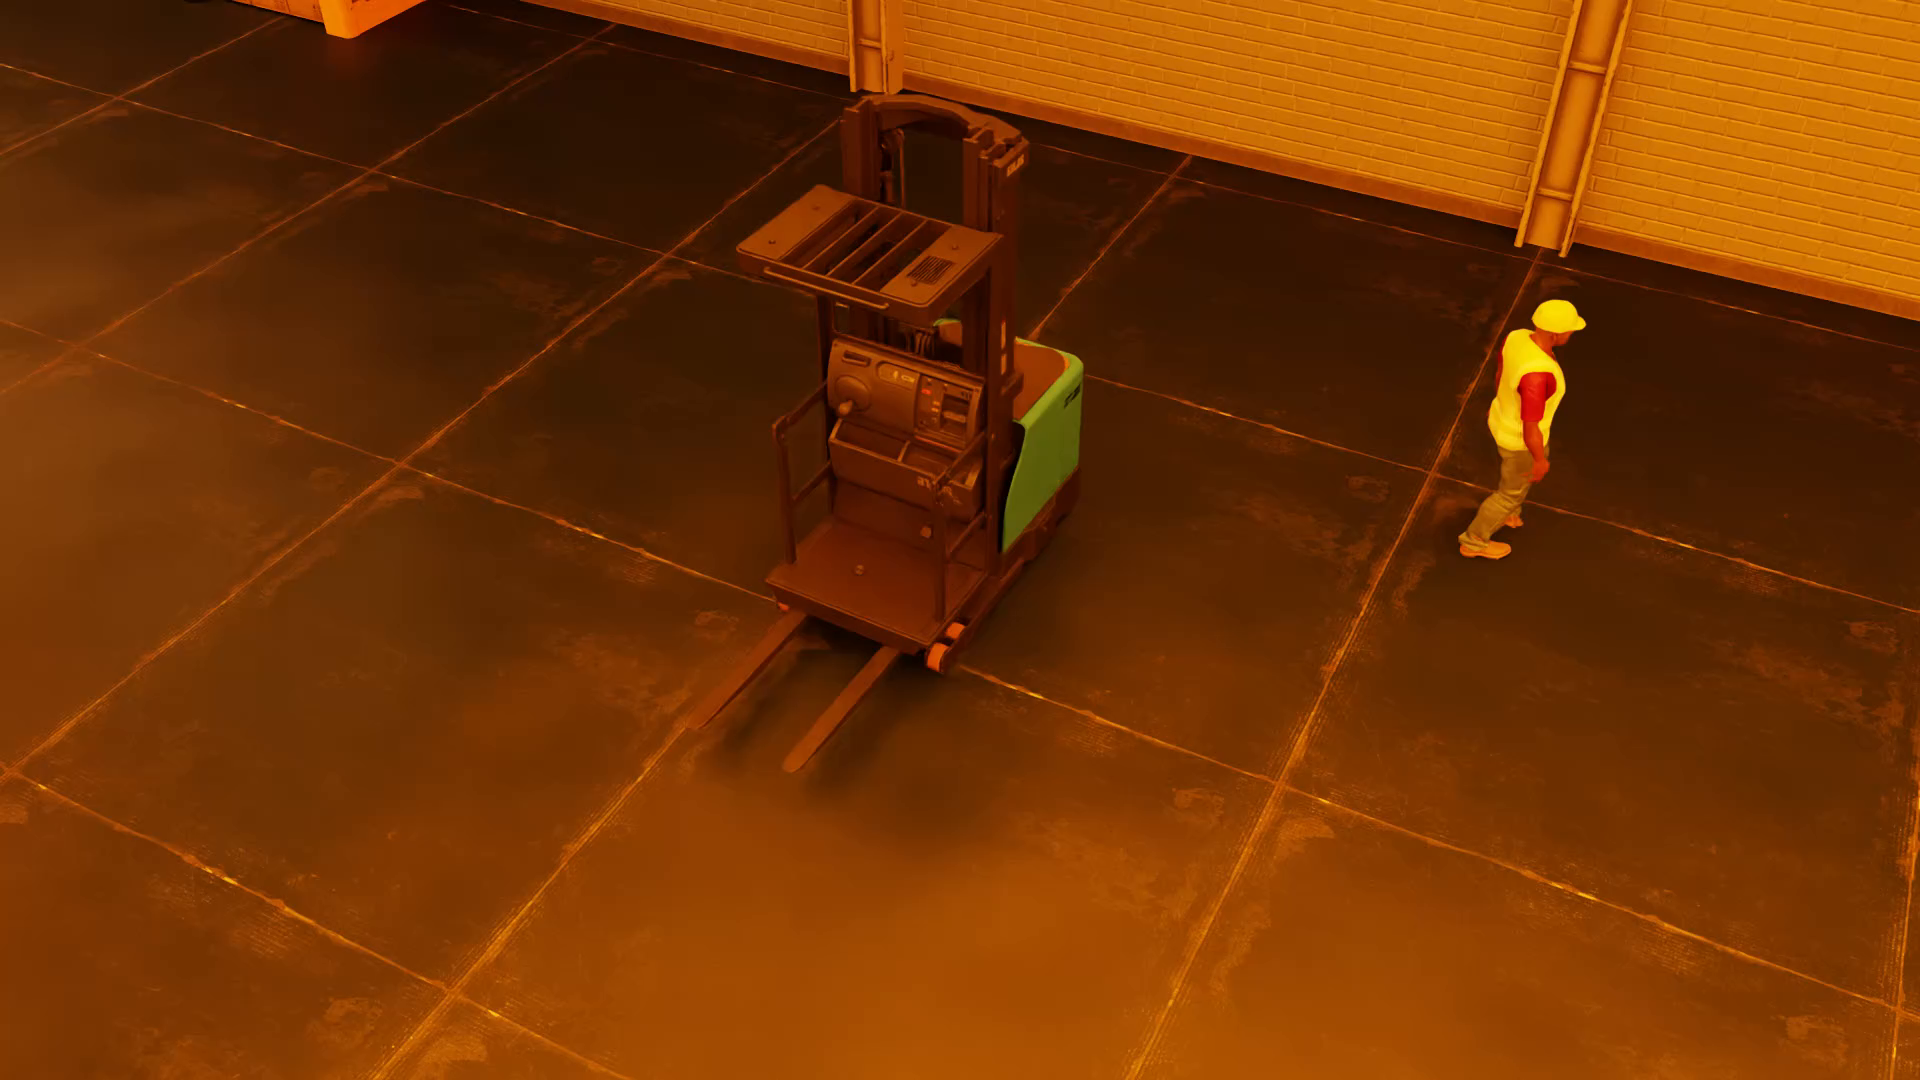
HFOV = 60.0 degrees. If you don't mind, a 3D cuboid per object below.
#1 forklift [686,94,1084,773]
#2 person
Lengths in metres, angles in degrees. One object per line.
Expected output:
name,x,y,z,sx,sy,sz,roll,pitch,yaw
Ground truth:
forklift,-0.408,-0.713,8.833,1.130,2.935,3.031,20,44,22
person,3.294,-0.615,9.690,0.512,1.808,0.672,2,40,2
